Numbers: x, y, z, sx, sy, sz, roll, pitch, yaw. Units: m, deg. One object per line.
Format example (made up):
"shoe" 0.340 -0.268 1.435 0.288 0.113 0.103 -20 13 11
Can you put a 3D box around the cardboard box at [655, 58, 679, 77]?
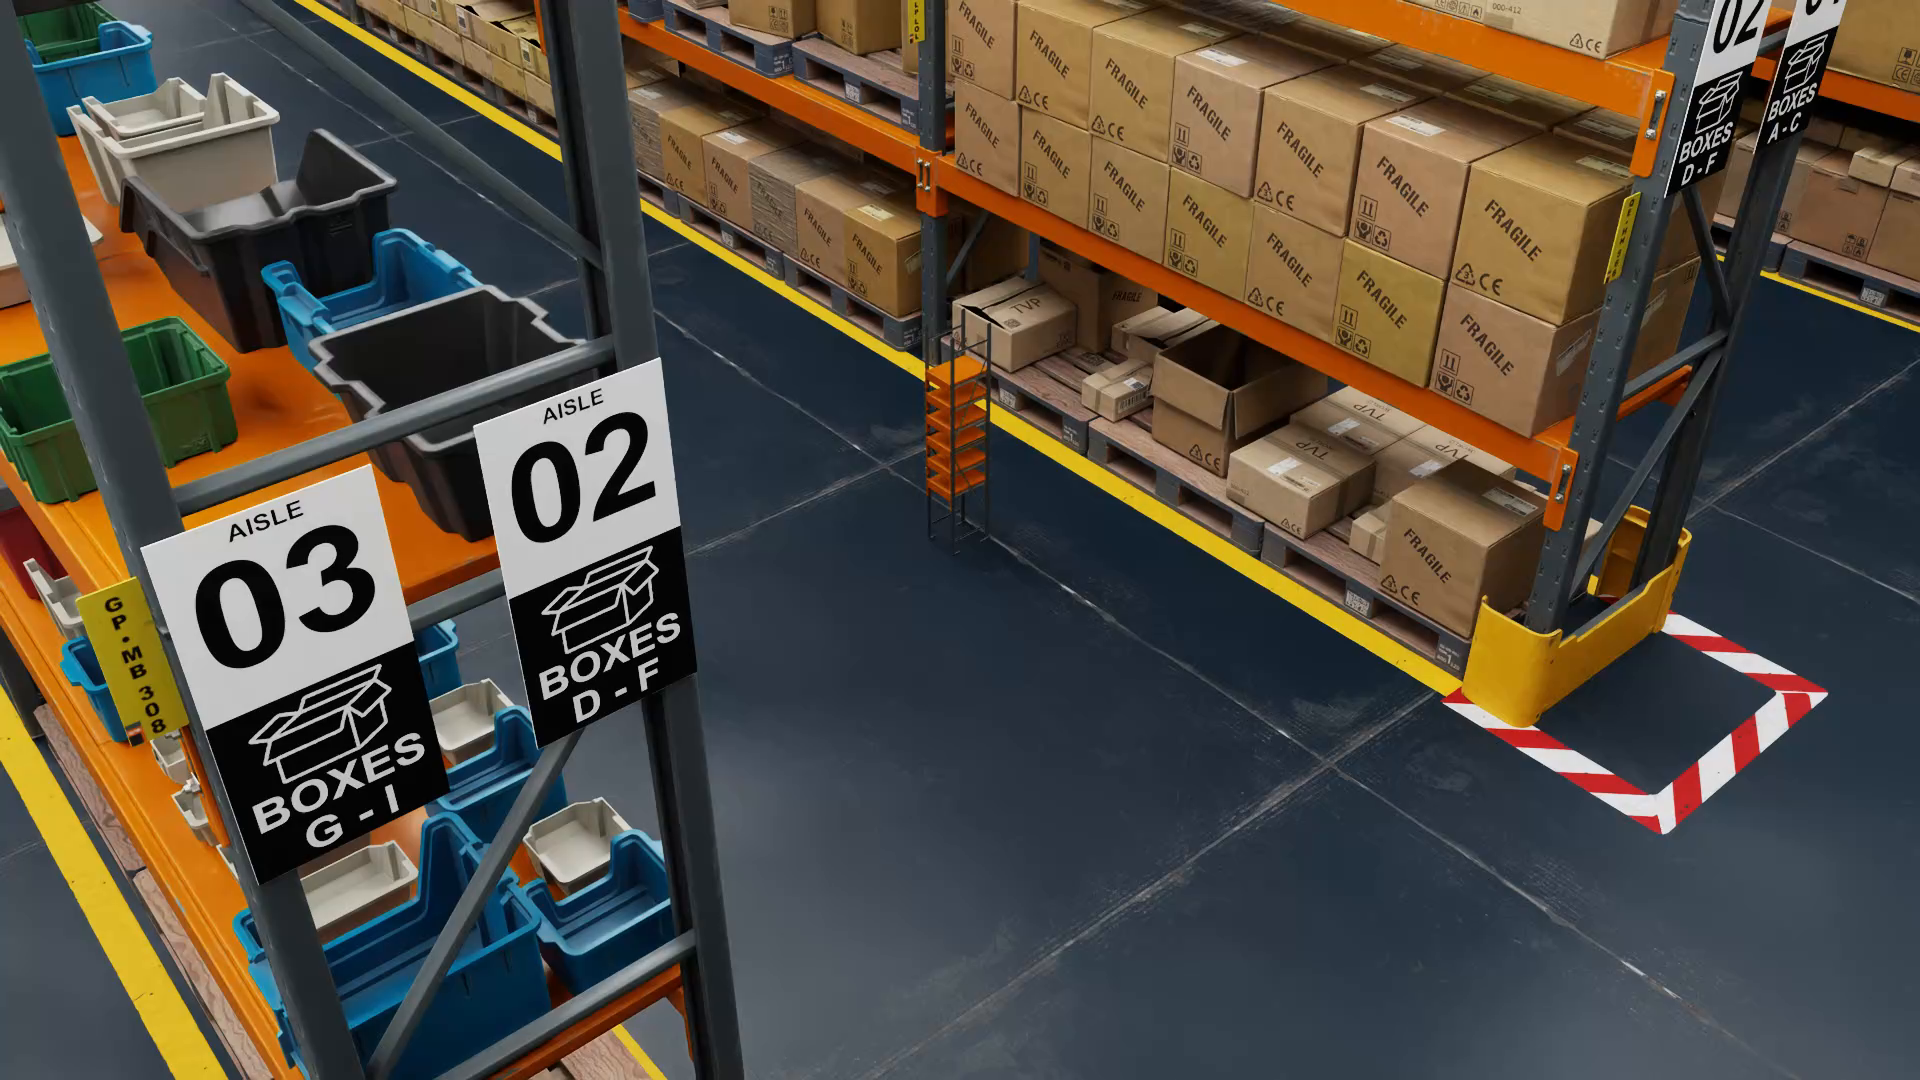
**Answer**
"cardboard box" -2.495 -3.586 12.734 0.500 0.250 0.500 -26 43 -32

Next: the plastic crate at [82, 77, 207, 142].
"plastic crate" -2.475 -1.281 5.096 0.293 0.136 0.466 -26 43 -32

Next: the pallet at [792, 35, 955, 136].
"pallet" -0.232 -2.745 9.697 1.003 0.211 1.213 -26 43 -32

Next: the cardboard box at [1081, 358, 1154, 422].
"cardboard box" 0.872 -0.809 8.868 0.380 0.166 0.250 -26 43 -32

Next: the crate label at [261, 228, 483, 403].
"crate label" -1.353 -0.509 3.907 0.408 0.251 0.502 -26 43 -32

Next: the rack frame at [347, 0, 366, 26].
"rack frame" -4.962 -5.962 14.073 1.000 3.000 0.127 -26 43 -32

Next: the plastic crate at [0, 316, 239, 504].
"plastic crate" -1.859 -0.285 3.645 0.450 0.188 0.336 -26 43 -32

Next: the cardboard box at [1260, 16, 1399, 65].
"cardboard box" 1.706 -2.082 7.642 0.500 0.500 0.500 -26 43 -32

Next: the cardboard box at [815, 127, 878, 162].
"cardboard box" -0.571 -2.642 10.518 0.500 0.250 0.500 -26 43 -32

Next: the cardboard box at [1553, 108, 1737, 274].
"cardboard box" 2.697 -1.407 6.690 0.500 0.500 0.500 -25 42 -30

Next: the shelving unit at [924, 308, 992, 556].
"shelving unit" -0.009 -0.496 7.912 0.258 1.200 0.189 -26 43 -32

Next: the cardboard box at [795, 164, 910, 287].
"cardboard box" -0.650 -1.922 10.150 0.500 0.500 0.500 -26 43 -32

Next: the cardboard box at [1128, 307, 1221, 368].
"cardboard box" 1.269 -1.035 9.062 0.500 0.311 0.500 -26 43 -32

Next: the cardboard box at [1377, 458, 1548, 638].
"cardboard box" 2.243 0.028 7.397 0.500 0.500 0.500 -26 43 -32

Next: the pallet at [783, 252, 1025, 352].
"pallet" -0.354 -1.637 10.379 1.003 0.211 1.213 -26 43 -32

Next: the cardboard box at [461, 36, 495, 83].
"cardboard box" -3.564 -3.836 13.087 0.500 0.250 0.500 -25 42 -31

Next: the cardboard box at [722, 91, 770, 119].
"cardboard box" -1.264 -2.802 11.393 0.500 0.500 0.500 -28 44 -33

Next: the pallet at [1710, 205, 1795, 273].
"pallet" 5.204 -2.237 11.227 1.003 0.211 1.213 -26 43 -32

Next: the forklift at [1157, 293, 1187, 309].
"forklift" 1.658 -3.423 10.547 1.130 2.935 3.031 -1 35 -2

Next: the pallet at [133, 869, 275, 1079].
"pallet" -2.290 1.403 6.087 1.003 0.211 1.213 -26 43 -32

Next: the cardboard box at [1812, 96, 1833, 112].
"cardboard box" 5.449 -2.780 10.817 0.380 0.149 0.250 -26 43 -31

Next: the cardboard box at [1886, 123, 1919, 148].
"cardboard box" 5.941 -2.444 10.343 0.380 0.149 0.250 -26 43 -32

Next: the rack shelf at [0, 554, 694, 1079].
"rack shelf" -2.295 0.592 5.441 1.077 0.370 4.000 -26 43 -32

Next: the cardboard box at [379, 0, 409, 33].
"cardboard box" -4.562 -4.515 14.045 0.500 0.250 0.500 -25 42 -31

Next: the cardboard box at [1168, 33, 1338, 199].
"cardboard box" 1.288 -1.883 7.362 0.500 0.500 0.500 -25 42 -30

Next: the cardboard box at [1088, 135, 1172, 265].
"cardboard box" 0.975 -1.698 7.965 0.500 0.500 0.500 -26 43 -32

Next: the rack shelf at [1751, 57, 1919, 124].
"rack shelf" 5.273 -3.103 10.658 1.077 0.370 4.000 -26 43 -32

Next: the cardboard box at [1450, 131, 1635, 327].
"cardboard box" 2.284 -1.207 6.407 0.500 0.500 0.500 -26 43 -32

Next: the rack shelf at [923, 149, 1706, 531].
"rack shelf" 1.491 -1.253 8.047 1.077 0.370 4.000 -26 43 -32

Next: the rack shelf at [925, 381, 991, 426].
"rack shelf" -0.009 -0.656 7.799 0.258 0.103 0.180 -26 43 -32

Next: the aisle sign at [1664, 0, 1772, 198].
"aisle sign" 2.592 -1.581 5.637 0.394 0.787 0.004 -26 43 -32

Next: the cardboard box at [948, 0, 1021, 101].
"cardboard box" 0.289 -2.566 8.326 0.500 0.500 0.500 -25 42 -31

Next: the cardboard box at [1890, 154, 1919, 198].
"cardboard box" 5.813 -2.190 9.985 0.380 0.149 0.250 -27 43 -32

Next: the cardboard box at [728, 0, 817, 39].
"cardboard box" -0.987 -3.399 10.004 0.500 0.500 0.700 22 41 28

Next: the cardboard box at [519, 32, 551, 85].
"cardboard box" -2.907 -3.614 12.288 0.500 0.311 0.500 -25 42 -31

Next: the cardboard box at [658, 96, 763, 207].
"cardboard box" -1.644 -2.596 11.102 0.500 0.500 0.500 -27 43 -32

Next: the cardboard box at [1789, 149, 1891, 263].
"cardboard box" 5.712 -2.157 10.500 0.700 0.500 0.500 -26 43 -32

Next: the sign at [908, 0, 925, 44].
"sign" -0.221 -2.694 8.457 0.100 0.325 0.005 -26 43 -32

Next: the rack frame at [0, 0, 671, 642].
"rack frame" -1.005 -1.266 2.252 1.000 3.000 0.127 -26 43 -32

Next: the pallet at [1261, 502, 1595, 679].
"pallet" 2.217 0.089 7.942 1.003 0.211 1.213 -26 43 -32

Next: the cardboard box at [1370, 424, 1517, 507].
"cardboard box" 2.325 -0.288 8.060 0.500 0.250 0.500 -26 43 -32

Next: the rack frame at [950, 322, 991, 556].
"rack frame" 0.050 -0.456 7.855 0.240 1.200 0.006 -26 43 -32

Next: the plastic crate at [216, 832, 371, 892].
"plastic crate" -1.845 0.839 4.646 0.396 0.136 0.243 -26 43 -32

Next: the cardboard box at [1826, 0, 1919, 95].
"cardboard box" 5.749 -3.174 9.877 0.980 0.700 0.700 -26 43 -32

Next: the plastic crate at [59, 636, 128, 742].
"plastic crate" -2.526 0.415 5.162 0.416 0.233 0.300 -26 43 -32

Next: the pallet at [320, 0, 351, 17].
"pallet" -5.444 -5.191 15.397 1.003 0.211 1.213 -26 43 -32

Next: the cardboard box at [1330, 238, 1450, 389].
"cardboard box" 1.947 -1.029 7.021 0.500 0.500 0.500 -26 43 -31

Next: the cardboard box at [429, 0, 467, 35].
"cardboard box" -3.893 -4.287 13.238 0.500 0.311 0.500 -25 42 -31

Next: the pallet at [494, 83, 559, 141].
"pallet" -2.882 -3.436 12.919 1.003 0.211 1.213 -26 43 -32

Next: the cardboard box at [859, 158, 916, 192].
"cardboard box" -0.278 -2.125 10.438 0.500 0.500 0.500 -25 42 -31

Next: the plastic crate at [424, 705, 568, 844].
"plastic crate" -1.337 0.703 4.755 0.416 0.233 0.300 -26 43 -32

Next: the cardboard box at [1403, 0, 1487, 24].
"cardboard box" 1.934 -2.180 6.268 0.500 0.250 0.500 -26 43 -32

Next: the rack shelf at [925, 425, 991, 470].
"rack shelf" -0.009 -0.460 7.938 0.258 0.103 0.180 -26 43 -32

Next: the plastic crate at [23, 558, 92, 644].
"plastic crate" -2.741 0.182 5.448 0.437 0.282 0.530 -26 43 -32
